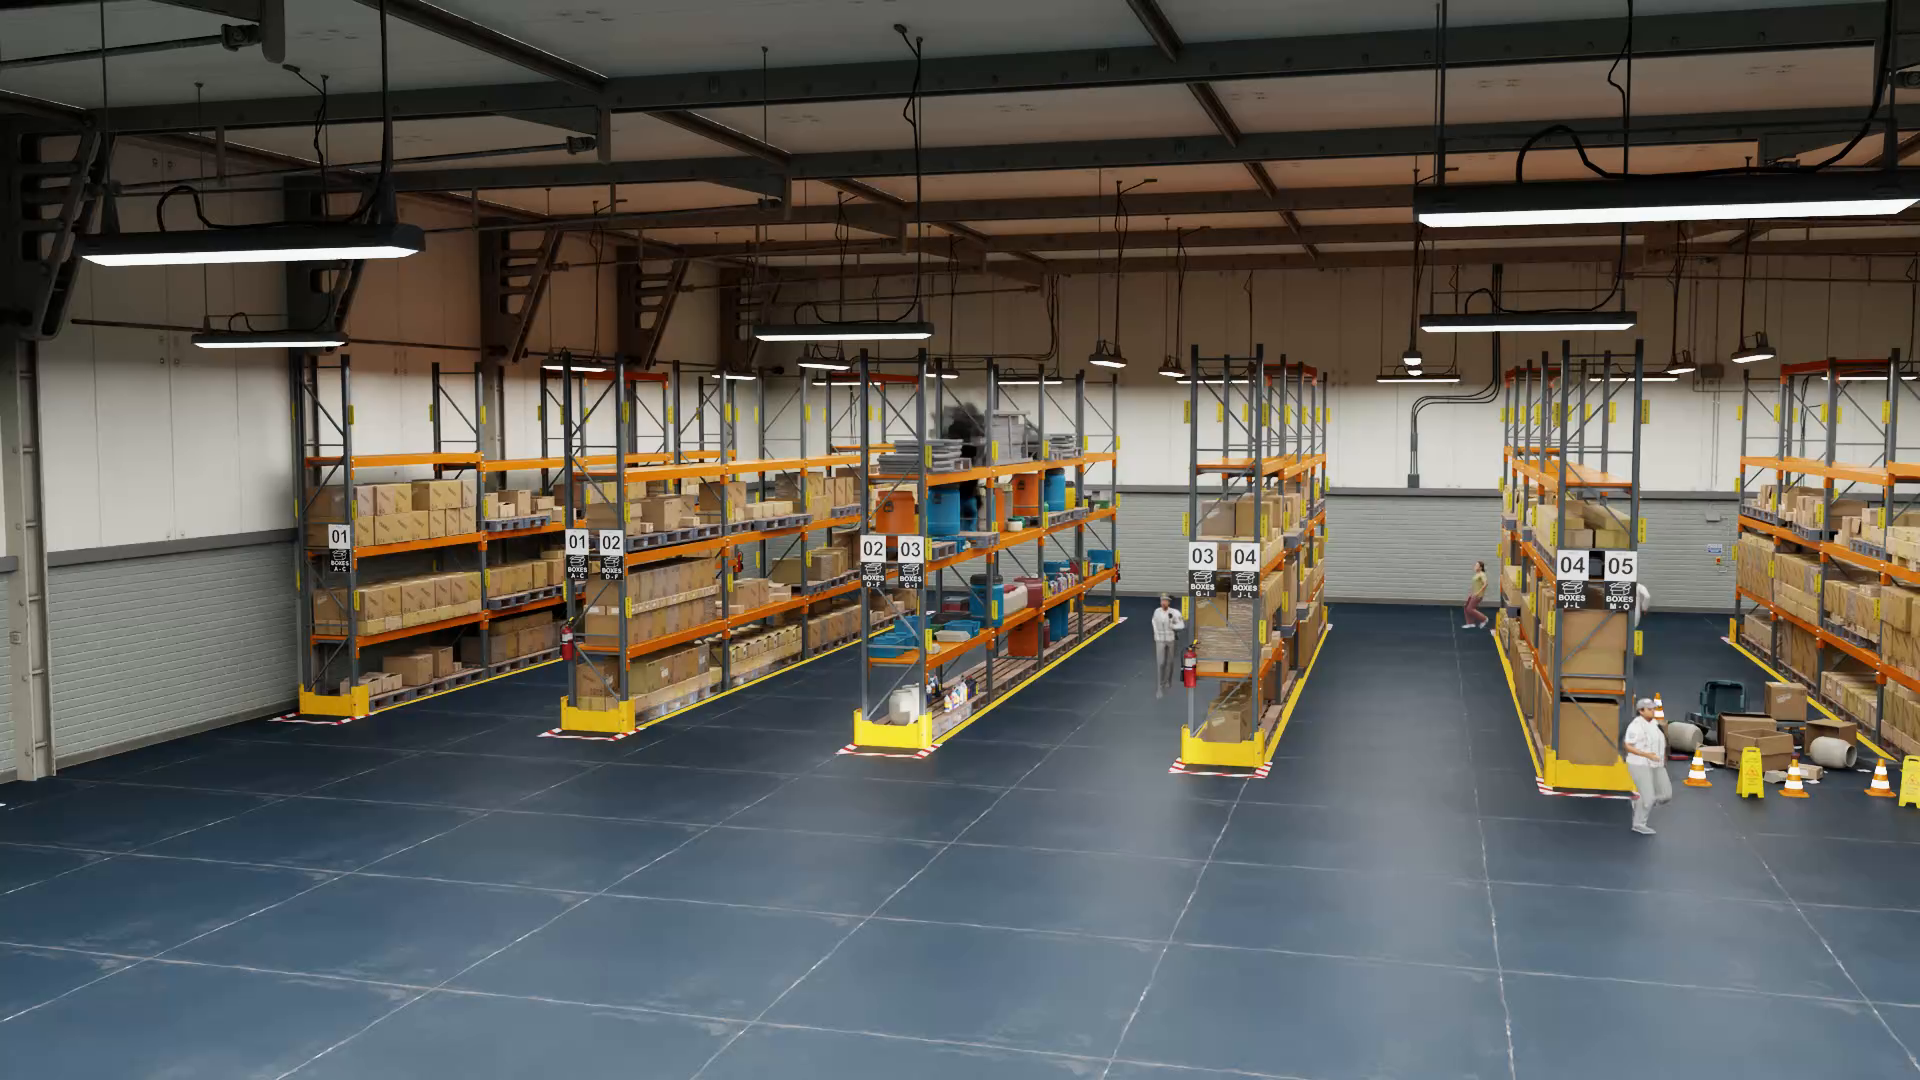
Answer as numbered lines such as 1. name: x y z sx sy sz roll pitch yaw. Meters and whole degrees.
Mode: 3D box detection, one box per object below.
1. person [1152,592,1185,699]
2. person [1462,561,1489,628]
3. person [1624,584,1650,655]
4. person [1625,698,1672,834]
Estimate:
1. person: 3.523 1.766 28.201 0.584 1.772 0.731 1 4 15
2. person: 12.110 1.289 38.965 0.580 1.617 0.608 0 4 5
3. person: 13.721 1.632 34.092 0.704 1.555 1.048 1 4 9
4. person: 8.234 2.701 19.899 0.601 1.619 0.565 -2 5 -29
